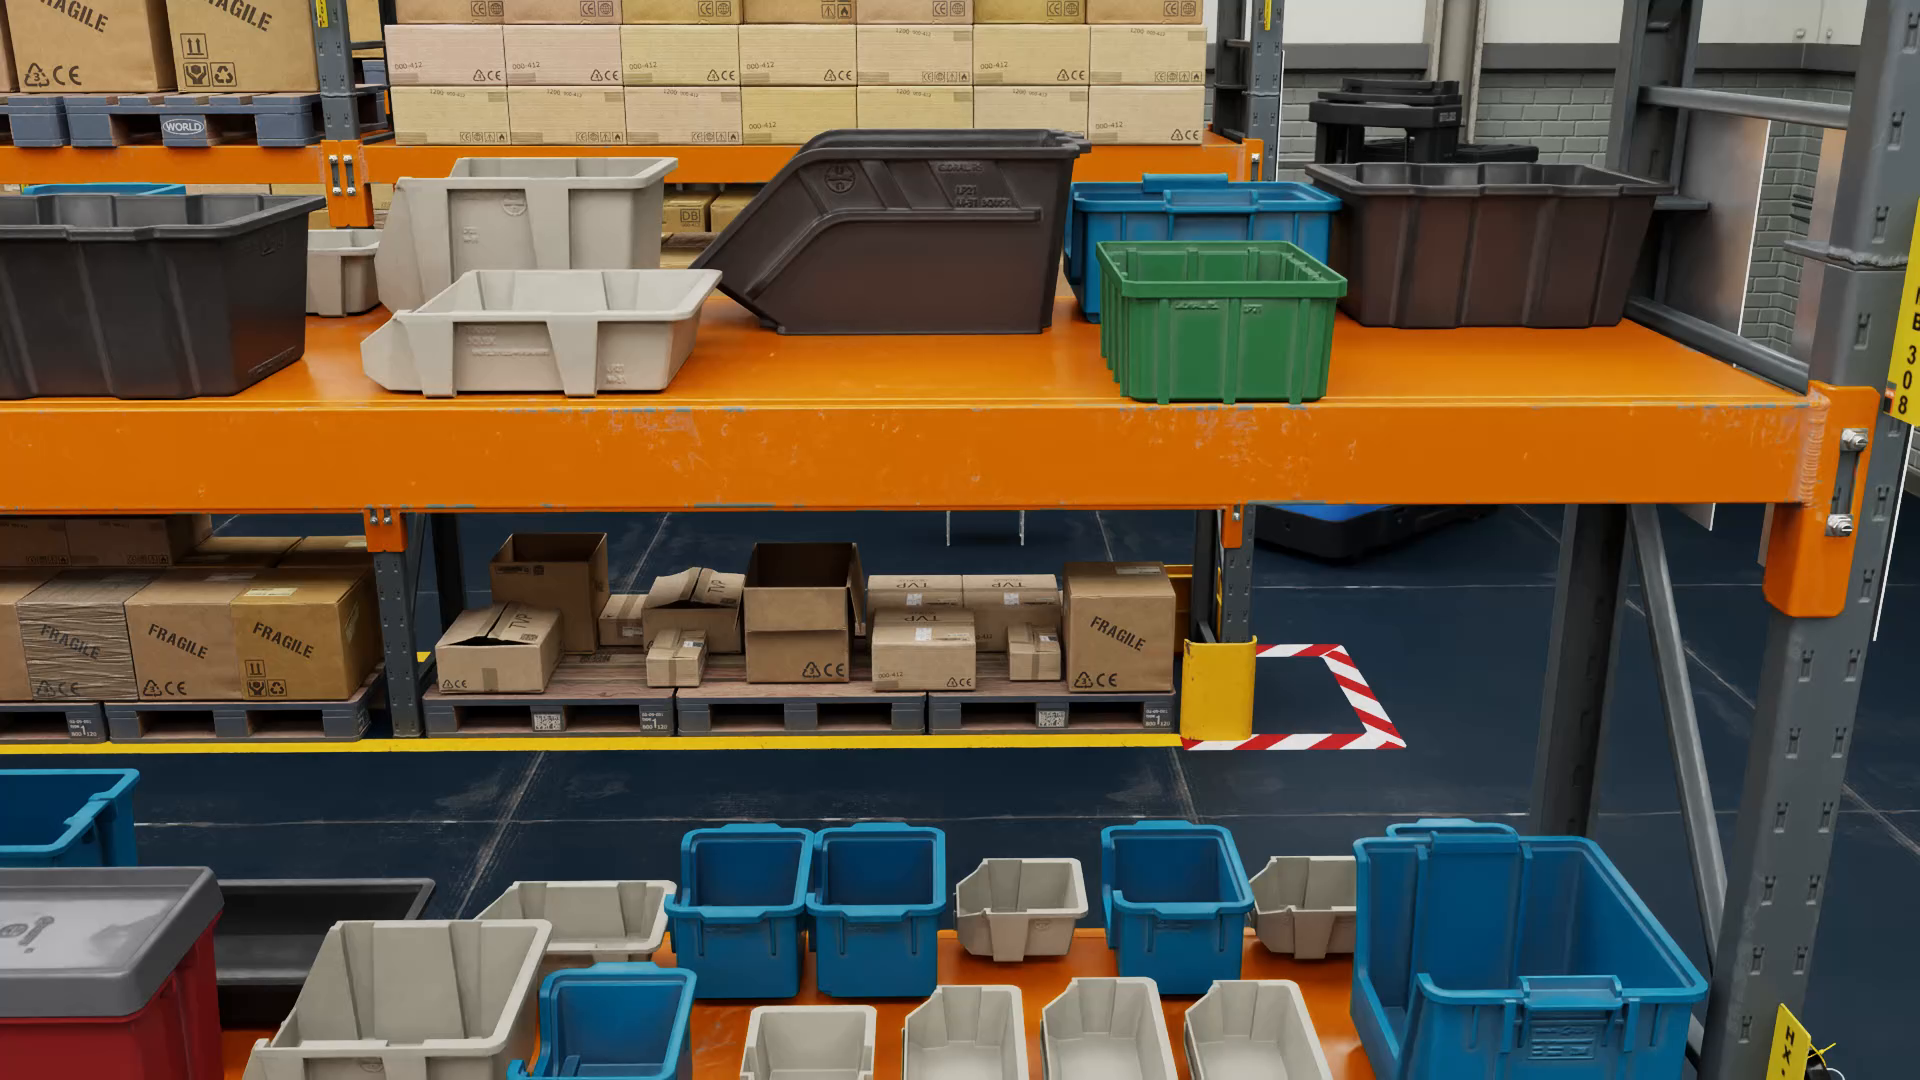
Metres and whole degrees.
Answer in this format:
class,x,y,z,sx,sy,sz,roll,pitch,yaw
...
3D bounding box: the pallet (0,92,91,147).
class,x,y,z,sx,sy,sz,roll,pitch,yaw
pallet,-4.377,-1.970,7.674,1.003,0.211,1.213,0,18,-1

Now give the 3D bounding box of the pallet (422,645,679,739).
class,x,y,z,sx,sy,sz,roll,pitch,yaw
pallet,-2.000,0.706,8.500,1.213,0.211,1.003,0,18,-1

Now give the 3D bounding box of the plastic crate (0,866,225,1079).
class,x,y,z,sx,sy,sz,roll,pitch,yaw
plastic crate,-1.716,0.908,3.105,0.583,0.464,0.402,0,18,-1

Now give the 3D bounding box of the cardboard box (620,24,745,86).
class,x,y,z,sx,sy,sz,roll,pitch,yaw
cardboard box,-1.197,-2.142,7.330,0.500,0.250,0.500,0,18,-1

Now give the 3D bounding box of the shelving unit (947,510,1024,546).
class,x,y,z,sx,sy,sz,roll,pitch,yaw
shelving unit,0.165,-0.572,10.867,0.503,1.200,0.258,0,18,-1

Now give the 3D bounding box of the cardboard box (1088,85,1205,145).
class,x,y,z,sx,sy,sz,roll,pitch,yaw
cardboard box,0.803,-1.912,7.431,0.500,0.250,0.500,0,18,-1

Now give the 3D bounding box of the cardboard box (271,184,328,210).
class,x,y,z,sx,sy,sz,roll,pitch,yaw
cardboard box,-4.763,-2.602,12.338,0.500,0.250,0.500,-1,18,-2

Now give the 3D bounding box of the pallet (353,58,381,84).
class,x,y,z,sx,sy,sz,roll,pitch,yaw
pallet,-5.007,-3.476,12.372,1.213,0.211,1.003,1,18,2

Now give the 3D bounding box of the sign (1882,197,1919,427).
class,x,y,z,sx,sy,sz,roll,pitch,yaw
sign,1.412,-0.335,2.443,0.005,0.325,0.100,0,18,-1

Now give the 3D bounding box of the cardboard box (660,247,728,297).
class,x,y,z,sx,sy,sz,roll,pitch,yaw
cardboard box,-1.182,-1.064,7.652,0.500,0.500,0.500,-1,18,-2

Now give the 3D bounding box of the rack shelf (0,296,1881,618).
class,x,y,z,sx,sy,sz,roll,pitch,yaw
rack shelf,-0.613,-0.201,3.031,4.000,0.370,1.077,0,18,-1

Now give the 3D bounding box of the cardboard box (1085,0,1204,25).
class,x,y,z,sx,sy,sz,roll,pitch,yaw
cardboard box,0.799,-2.582,7.476,0.500,0.500,0.700,0,18,-1

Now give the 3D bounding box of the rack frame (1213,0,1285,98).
class,x,y,z,sx,sy,sz,roll,pitch,yaw
rack frame,1.312,-3.494,7.209,0.127,3.000,1.000,0,18,-1

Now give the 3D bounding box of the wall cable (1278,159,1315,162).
class,x,y,z,sx,sy,sz,roll,pitch,yaw
wall cable,2.496,-2.930,13.606,1.851,1.984,0.084,0,18,-1

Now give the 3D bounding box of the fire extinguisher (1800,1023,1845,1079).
class,x,y,z,sx,sy,sz,roll,pitch,yaw
fire extinguisher,1.545,1.228,3.047,0.183,0.674,0.296,0,18,-1

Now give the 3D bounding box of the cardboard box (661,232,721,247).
class,x,y,z,sx,sy,sz,roll,pitch,yaw
cardboard box,-1.169,-1.229,8.169,0.500,0.500,0.500,0,18,0

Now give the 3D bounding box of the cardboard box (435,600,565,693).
class,x,y,z,sx,sy,sz,roll,pitch,yaw
cardboard box,-2.264,0.516,8.209,0.500,0.311,0.500,0,18,-1

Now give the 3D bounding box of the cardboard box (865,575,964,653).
class,x,y,z,sx,sy,sz,roll,pitch,yaw
cardboard box,-0.236,0.383,8.725,0.500,0.250,0.500,0,18,-1

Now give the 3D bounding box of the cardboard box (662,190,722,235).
class,x,y,z,sx,sy,sz,roll,pitch,yaw
cardboard box,-2.226,-2.272,12.728,0.700,0.700,0.980,0,18,0

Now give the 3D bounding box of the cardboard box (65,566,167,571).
class,x,y,z,sx,sy,sz,roll,pitch,yaw
cardboard box,-4.208,0.296,8.585,0.500,0.500,0.500,0,18,0

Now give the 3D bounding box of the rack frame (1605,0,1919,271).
class,x,y,z,sx,sy,sz,roll,pitch,yaw
rack frame,1.387,-1.982,2.493,0.127,3.000,1.000,0,18,-1

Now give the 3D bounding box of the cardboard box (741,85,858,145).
class,x,y,z,sx,sy,sz,roll,pitch,yaw
cardboard box,-0.697,-1.909,7.422,0.500,0.250,0.500,0,18,-1

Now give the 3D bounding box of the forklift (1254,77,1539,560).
class,x,y,z,sx,sy,sz,roll,pitch,yaw
forklift,3.118,-1.628,11.325,3.031,2.935,1.130,-15,23,-40

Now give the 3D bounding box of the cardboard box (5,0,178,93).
class,x,y,z,sx,sy,sz,roll,pitch,yaw
cardboard box,-3.860,-2.352,7.543,0.600,0.600,0.600,0,18,-1

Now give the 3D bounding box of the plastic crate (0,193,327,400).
class,x,y,z,sx,sy,sz,roll,pitch,yaw
plastic crate,-1.366,-0.394,2.668,0.590,0.269,0.497,0,18,-1

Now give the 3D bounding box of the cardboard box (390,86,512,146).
class,x,y,z,sx,sy,sz,roll,pitch,yaw
cardboard box,-2.197,-1.902,7.401,0.500,0.250,0.500,0,18,-1

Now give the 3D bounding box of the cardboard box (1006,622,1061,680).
class,x,y,z,sx,sy,sz,roll,pitch,yaw
cardboard box,0.366,0.554,8.328,0.250,0.166,0.380,0,18,-1

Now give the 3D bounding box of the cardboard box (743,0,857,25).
class,x,y,z,sx,sy,sz,roll,pitch,yaw
cardboard box,-0.702,-2.597,7.521,0.500,0.500,0.700,0,18,-1

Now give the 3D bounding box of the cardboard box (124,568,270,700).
class,x,y,z,sx,sy,sz,roll,pitch,yaw
cardboard box,-3.670,0.452,8.100,0.500,0.500,0.500,0,18,-1

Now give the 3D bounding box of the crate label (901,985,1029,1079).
class,x,y,z,sx,sy,sz,roll,pitch,yaw
crate label,0.006,1.037,3.237,0.243,0.136,0.396,0,18,-1

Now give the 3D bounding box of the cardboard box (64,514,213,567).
class,x,y,z,sx,sy,sz,roll,pitch,yaw
cardboard box,-4.174,-0.062,8.475,0.500,0.250,0.500,0,18,-1

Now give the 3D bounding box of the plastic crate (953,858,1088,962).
class,x,y,z,sx,sy,sz,roll,pitch,yaw
plastic crate,0.135,0.852,3.814,0.298,0.136,0.250,0,18,-1

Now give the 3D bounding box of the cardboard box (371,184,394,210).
class,x,y,z,sx,sy,sz,roll,pitch,yaw
cardboard box,-4.253,-2.605,12.346,0.500,0.250,0.500,0,18,0

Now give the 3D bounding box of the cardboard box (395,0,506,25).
class,x,y,z,sx,sy,sz,roll,pitch,yaw
cardboard box,-2.201,-2.585,7.482,0.500,0.500,0.700,0,18,-1

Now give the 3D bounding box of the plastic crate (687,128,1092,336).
class,x,y,z,sx,sy,sz,roll,pitch,yaw
plastic crate,-0.145,-0.600,3.199,0.767,0.338,0.504,0,18,-1

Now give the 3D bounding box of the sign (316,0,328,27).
class,x,y,z,sx,sy,sz,roll,pitch,yaw
sign,-2.675,-2.311,6.939,0.005,0.325,0.100,0,18,-1

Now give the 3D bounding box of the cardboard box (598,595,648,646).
class,x,y,z,sx,sy,sz,roll,pitch,yaw
cardboard box,-1.748,0.420,8.775,0.250,0.149,0.380,0,18,-1

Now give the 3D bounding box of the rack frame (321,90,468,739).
class,x,y,z,sx,sy,sz,roll,pitch,yaw
rack frame,-2.687,-0.619,8.065,0.127,3.000,1.000,0,18,-1

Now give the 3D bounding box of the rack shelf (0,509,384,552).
class,x,y,z,sx,sy,sz,roll,pitch,yaw
rack shelf,-4.687,-0.266,8.145,4.000,0.370,1.077,0,18,-1

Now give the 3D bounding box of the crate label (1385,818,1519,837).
class,x,y,z,sx,sy,sz,roll,pitch,yaw
crate label,1.135,0.827,3.735,0.303,0.233,0.416,0,18,-1

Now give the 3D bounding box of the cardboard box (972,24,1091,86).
class,x,y,z,sx,sy,sz,roll,pitch,yaw
cardboard box,0.303,-2.150,7.355,0.500,0.250,0.500,0,18,-1

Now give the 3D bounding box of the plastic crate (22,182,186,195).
class,x,y,z,sx,sy,sz,roll,pitch,yaw
plastic crate,-1.707,-0.556,3.234,0.300,0.233,0.416,0,18,-1

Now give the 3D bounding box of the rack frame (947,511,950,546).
class,x,y,z,sx,sy,sz,roll,pitch,yaw
rack frame,-0.078,-0.571,10.863,0.015,1.200,0.240,0,18,-1

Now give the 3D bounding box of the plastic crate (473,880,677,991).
class,x,y,z,sx,sy,sz,roll,pitch,yaw
plastic crate,-0.876,0.891,3.692,0.466,0.136,0.293,0,18,-1

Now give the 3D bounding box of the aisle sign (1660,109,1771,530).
class,x,y,z,sx,sy,sz,roll,pitch,yaw
aisle sign,1.454,-0.454,3.296,0.004,0.787,0.394,0,18,-1
